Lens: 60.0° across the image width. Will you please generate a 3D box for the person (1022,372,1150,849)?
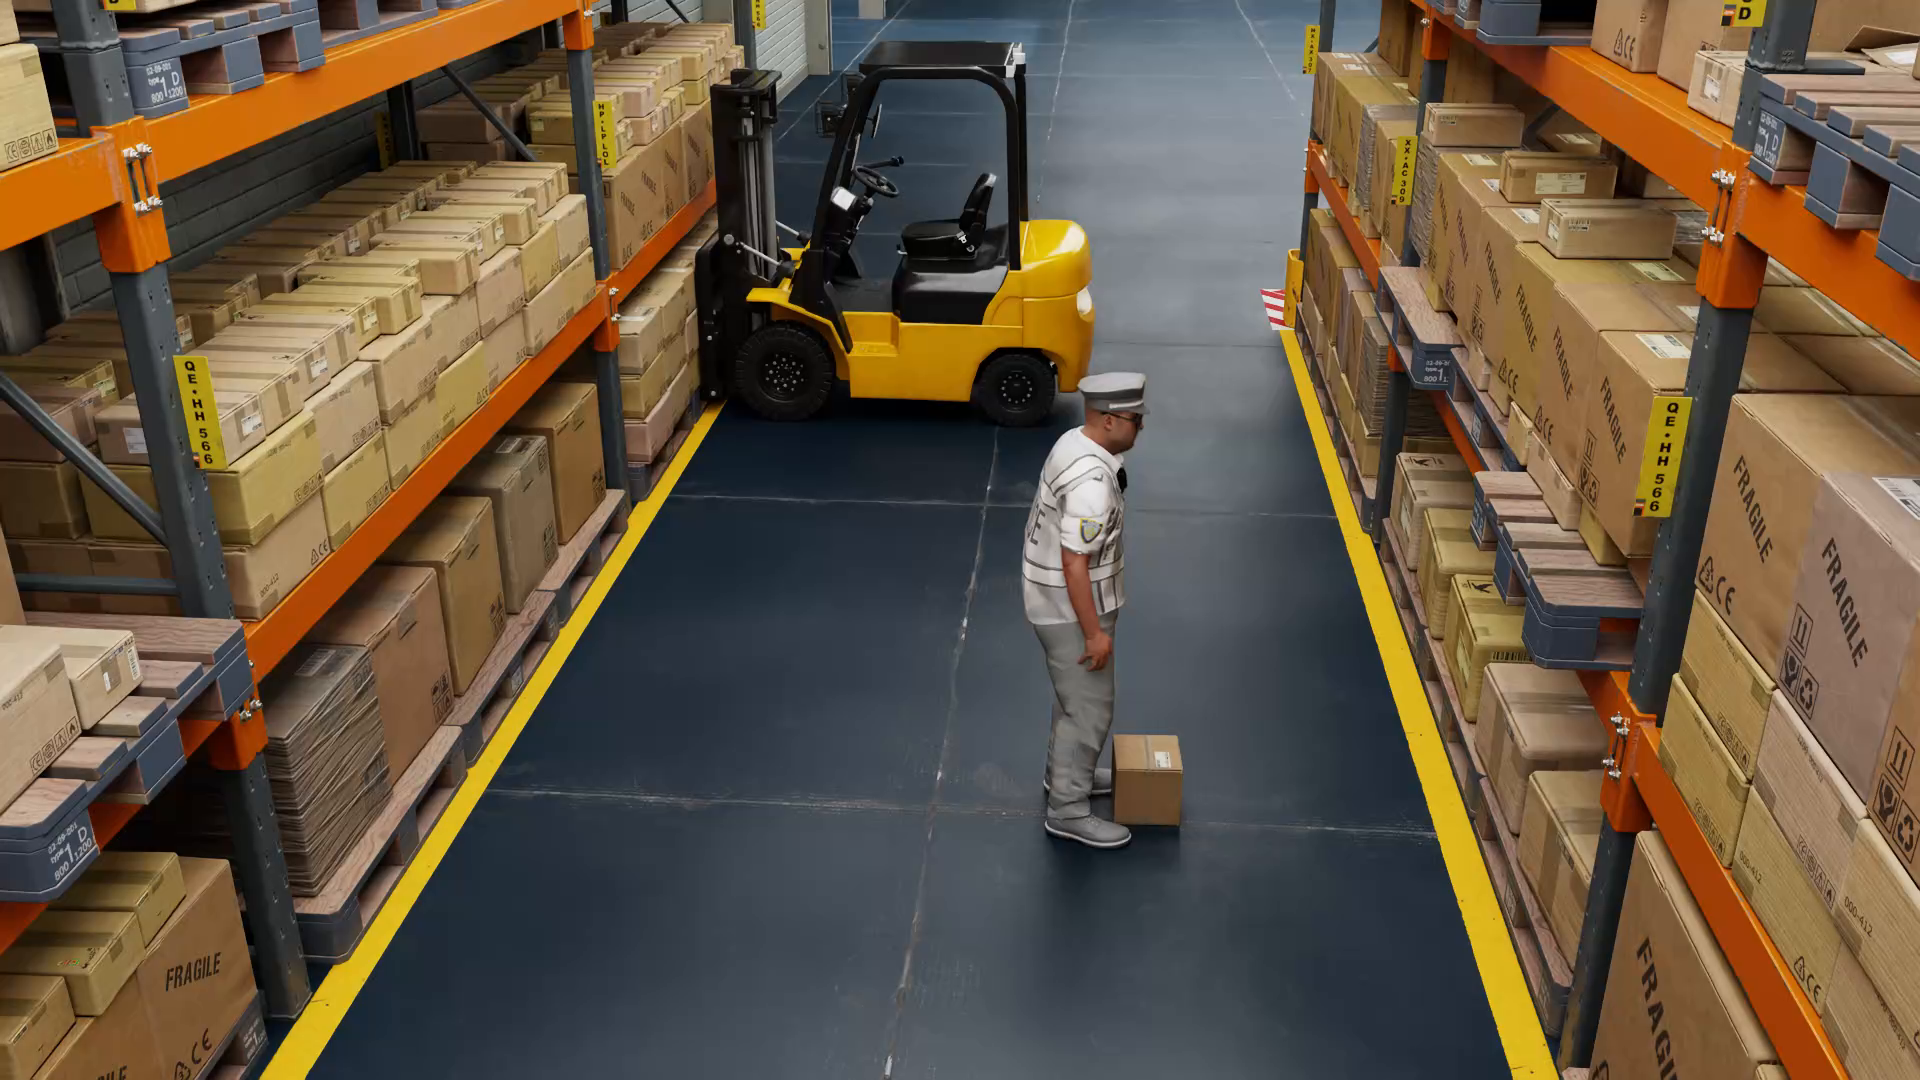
[{"bbox_3d":[0.443,0.232,6.083,0.435,1.748,0.593,1,24,3],"label":"person"}]
